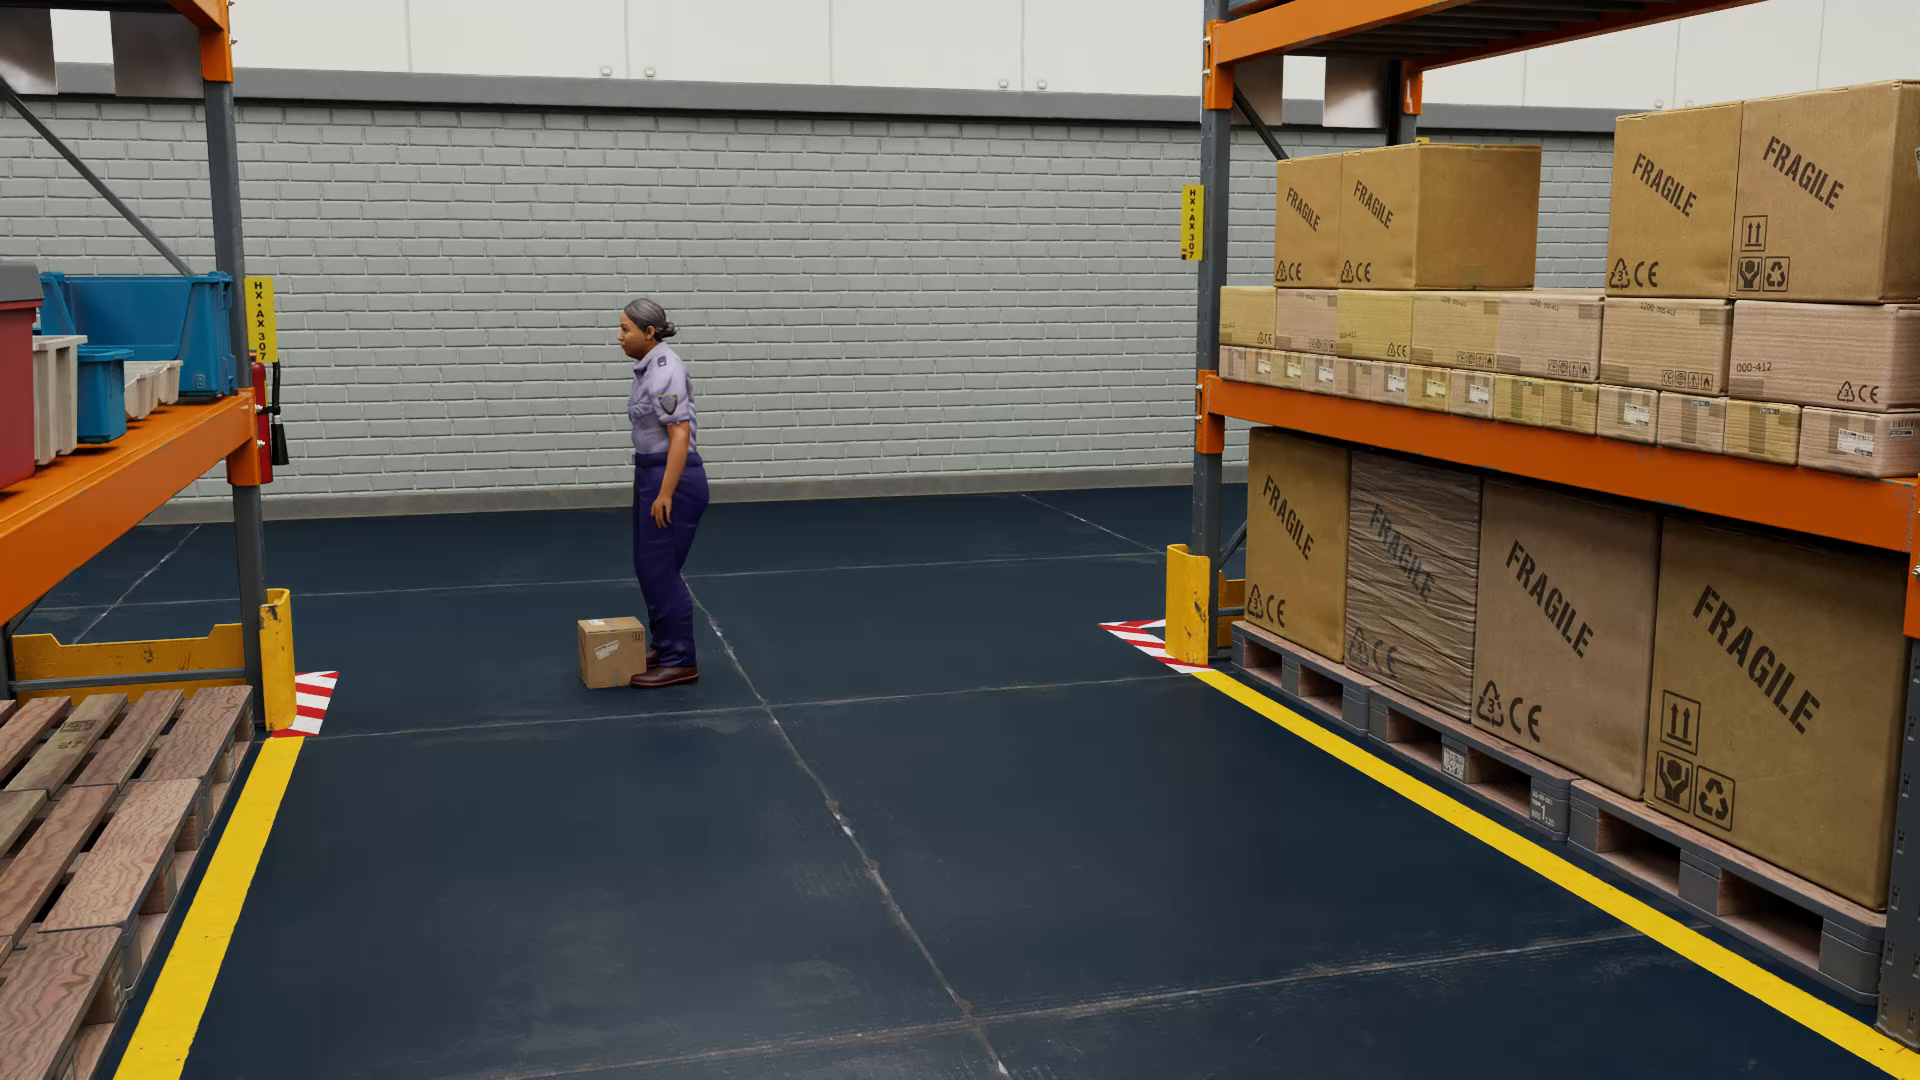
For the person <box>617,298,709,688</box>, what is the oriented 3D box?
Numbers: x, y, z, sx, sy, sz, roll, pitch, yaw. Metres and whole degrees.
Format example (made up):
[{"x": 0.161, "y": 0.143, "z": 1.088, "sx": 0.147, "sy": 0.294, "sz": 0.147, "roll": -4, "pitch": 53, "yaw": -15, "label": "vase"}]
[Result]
[{"x": -1.289, "y": -0.212, "z": 7.195, "sx": 0.369, "sy": 1.649, "sz": 0.564, "roll": -3, "pitch": 10, "yaw": -19, "label": "person"}]
